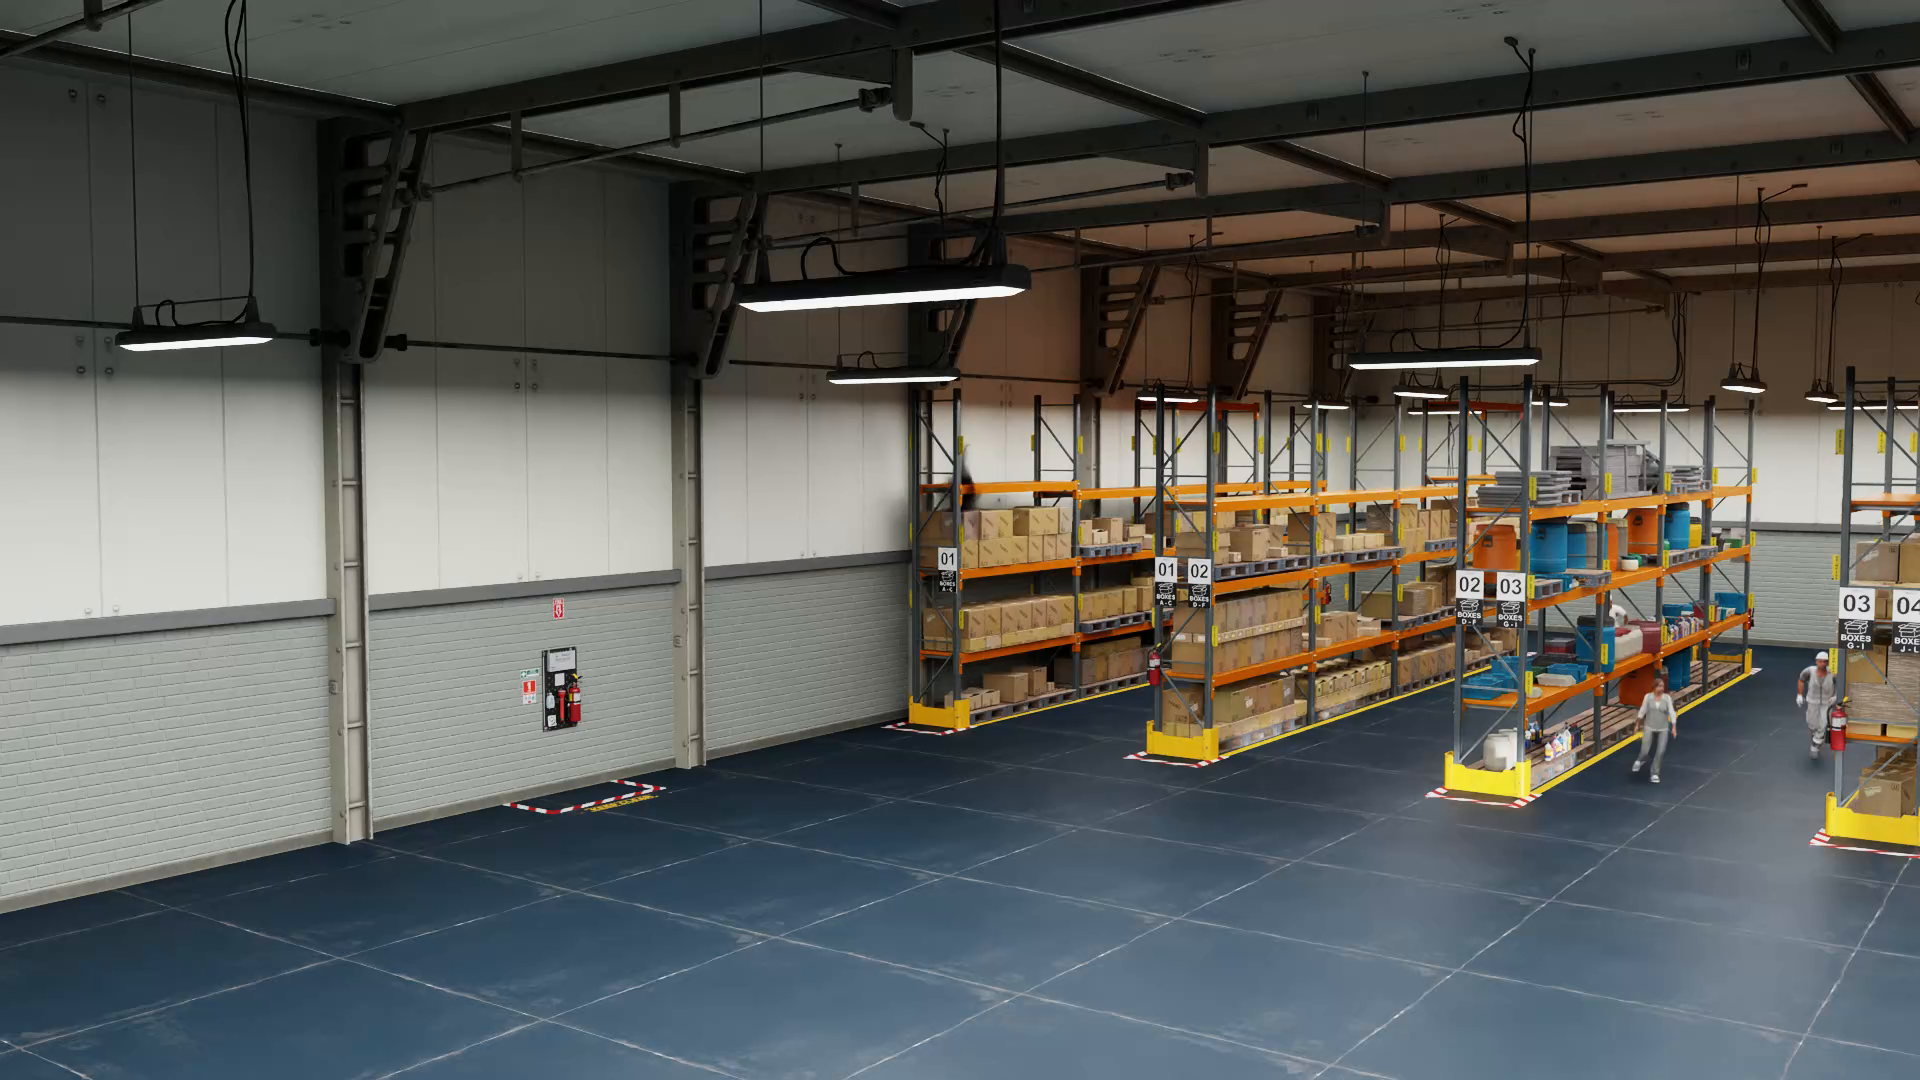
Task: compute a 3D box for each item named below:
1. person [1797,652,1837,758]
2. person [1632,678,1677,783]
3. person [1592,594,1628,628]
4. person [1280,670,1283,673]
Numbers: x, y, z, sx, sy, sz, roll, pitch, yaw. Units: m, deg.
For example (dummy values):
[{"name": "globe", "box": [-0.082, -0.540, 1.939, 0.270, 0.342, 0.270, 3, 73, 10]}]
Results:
[{"name": "person", "box": [13.798, 2.629, 26.678, 0.650, 1.715, 0.706, 1, 3, 20]}, {"name": "person", "box": [10.319, 2.813, 24.692, 0.575, 1.567, 0.629, 1, 3, 19]}, {"name": "person", "box": [14.140, 2.056, 36.320, 0.674, 1.811, 0.827, 3, 4, 43]}, {"name": "person", "box": [6.459, 2.216, 34.193, 0.616, 1.679, 0.642, 2, 4, 36]}]
